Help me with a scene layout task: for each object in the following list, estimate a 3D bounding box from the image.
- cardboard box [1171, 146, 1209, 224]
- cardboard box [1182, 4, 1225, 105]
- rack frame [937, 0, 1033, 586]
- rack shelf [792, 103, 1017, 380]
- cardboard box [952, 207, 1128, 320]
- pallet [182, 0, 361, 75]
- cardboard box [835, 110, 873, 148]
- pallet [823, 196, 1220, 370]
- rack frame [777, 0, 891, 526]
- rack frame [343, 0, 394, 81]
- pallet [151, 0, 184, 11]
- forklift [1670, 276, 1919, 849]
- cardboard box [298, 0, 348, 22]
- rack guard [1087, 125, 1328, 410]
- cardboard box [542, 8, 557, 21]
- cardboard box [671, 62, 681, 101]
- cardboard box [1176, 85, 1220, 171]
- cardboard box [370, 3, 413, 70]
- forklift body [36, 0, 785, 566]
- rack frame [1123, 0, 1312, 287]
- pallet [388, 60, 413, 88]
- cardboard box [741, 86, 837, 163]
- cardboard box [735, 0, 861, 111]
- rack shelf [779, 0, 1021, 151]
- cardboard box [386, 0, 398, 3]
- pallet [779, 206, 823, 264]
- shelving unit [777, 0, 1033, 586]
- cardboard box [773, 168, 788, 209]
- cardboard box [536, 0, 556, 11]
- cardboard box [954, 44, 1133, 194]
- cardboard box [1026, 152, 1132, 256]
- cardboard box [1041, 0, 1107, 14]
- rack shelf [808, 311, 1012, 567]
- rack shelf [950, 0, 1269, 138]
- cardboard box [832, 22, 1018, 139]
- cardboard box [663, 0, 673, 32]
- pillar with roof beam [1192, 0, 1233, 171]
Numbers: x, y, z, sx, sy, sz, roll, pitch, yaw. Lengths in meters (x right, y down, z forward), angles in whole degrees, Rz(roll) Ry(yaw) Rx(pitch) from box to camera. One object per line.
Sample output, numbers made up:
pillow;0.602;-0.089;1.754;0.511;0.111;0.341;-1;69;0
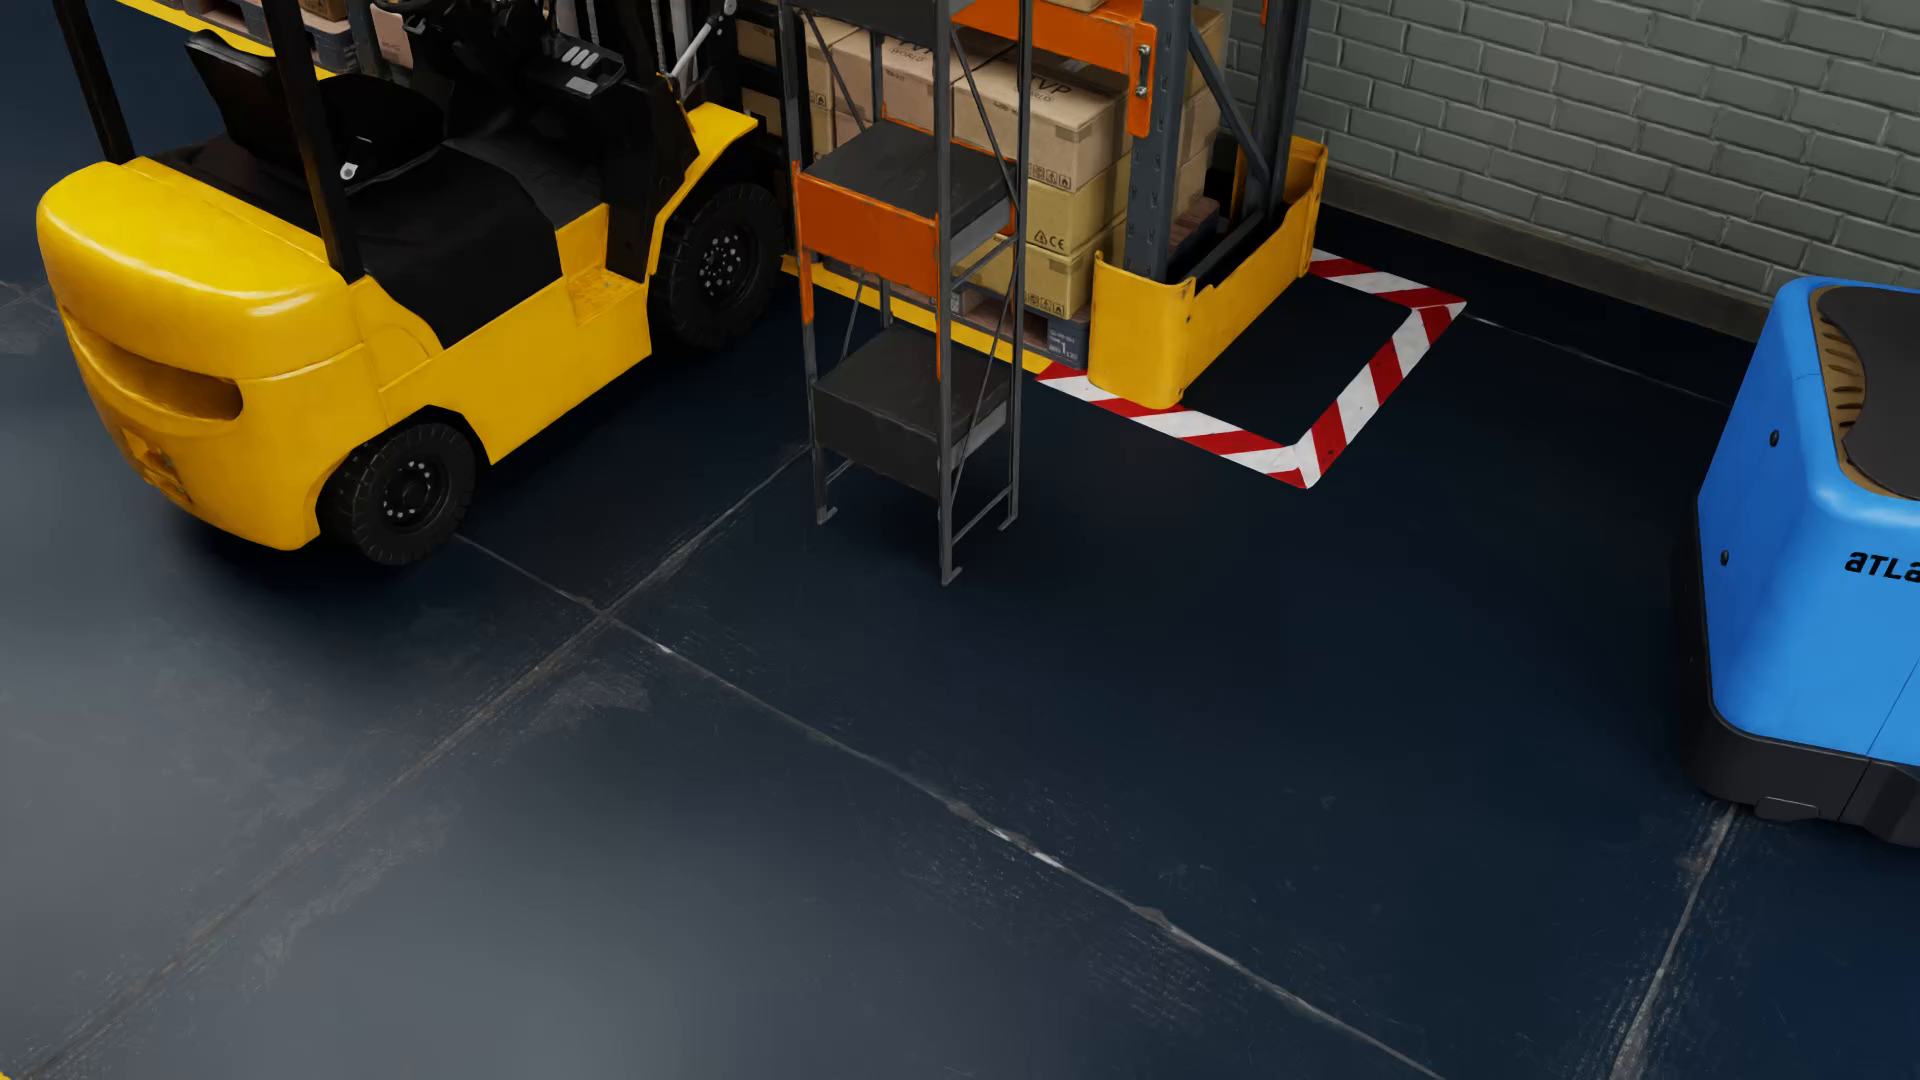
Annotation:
cardboard box;0.591;-1.372;6.280;0.500;0.250;0.500;25;48;25
cardboard box;0.596;-1.737;5.939;0.500;0.250;0.500;24;47;25
rack frame;0.064;-0.752;4.516;0.015;2.100;0.400;25;48;25
rack shelf;-0.136;-0.836;4.630;0.480;0.518;0.431;25;48;25
cardboard box;0.315;-1.084;5.959;0.500;0.250;0.500;25;48;26
pallet;-3.019;-2.698;8.107;1.213;0.211;1.003;25;48;25
cardboard box;-0.101;-1.477;6.023;0.500;0.250;0.500;25;47;25
pallet;0.231;-1.176;6.406;1.213;0.211;1.003;25;48;25
rack frame;-0.335;-0.939;4.725;0.015;2.100;0.400;25;48;25
rack frame;-2.394;-3.476;6.886;0.127;3.000;1.000;25;48;25
pallet;-4.022;-3.165;8.629;1.213;0.211;1.003;25;48;25
forklift;3.514;-0.440;3.544;3.031;2.935;1.130;11;43;12
cardboard box;-2.827;-2.942;7.754;0.625;0.625;0.875;27;48;27
rack guard;0.901;-1.004;5.997;0.348;0.500;1.175;25;48;25
cardboard box;-1.356;-2.050;6.664;0.500;0.250;0.500;25;47;25
cardboard box;-0.944;-1.856;6.447;0.500;0.250;0.500;25;47;25
cardboard box;0.616;-1.556;6.112;0.500;0.250;0.500;26;48;26
cardboard box;-2.188;-2.242;7.254;0.500;0.250;0.500;26;48;26
forklift body;-1.719;-1.359;5.155;1.214;2.155;2.313;25;48;25
rack frame;0.881;-1.945;5.174;0.127;3.000;1.000;25;48;25
pallet;-1.767;-2.110;7.450;1.213;0.211;1.003;25;48;25
cardboard box;-0.536;-1.663;6.231;0.500;0.250;0.500;24;47;24
cardboard box;-0.515;-1.835;6.049;0.500;0.250;0.500;26;48;26
rack shelf;-0.136;-1.357;4.163;0.480;0.518;0.431;25;48;25
cardboard box;-2.175;-2.441;7.101;0.500;0.250;0.500;25;47;25
pallet;-0.764;-1.643;6.928;1.213;0.211;1.003;25;48;25
shelving unit;-0.136;-0.846;4.621;0.503;2.100;0.431;25;48;25
cardboard box;-0.491;-1.476;6.397;0.500;0.250;0.500;26;48;26
cardboard box;-1.351;-2.239;6.500;0.500;0.250;0.500;27;48;27
cardboard box;0.325;-1.455;5.624;0.500;0.250;0.500;27;48;27
cardboard box;0.303;-1.279;5.802;0.500;0.250;0.500;24;47;25
cardboard box;0.328;-2.027;5.191;0.500;0.500;0.500;24;47;24
rack shelf;-0.136;-0.314;5.097;0.480;0.518;0.431;25;48;25
rack shelf;-0.756;-2.443;6.270;4.000;0.370;1.077;25;48;25
cardboard box;-0.096;-1.648;5.839;0.500;0.250;0.500;26;48;26
cardboard box;-0.926;-2.034;6.270;0.500;0.250;0.500;24;47;25
pillar with roof beam;-1.643;-2.589;1.395;0.400;9.000;9.100;25;48;25
